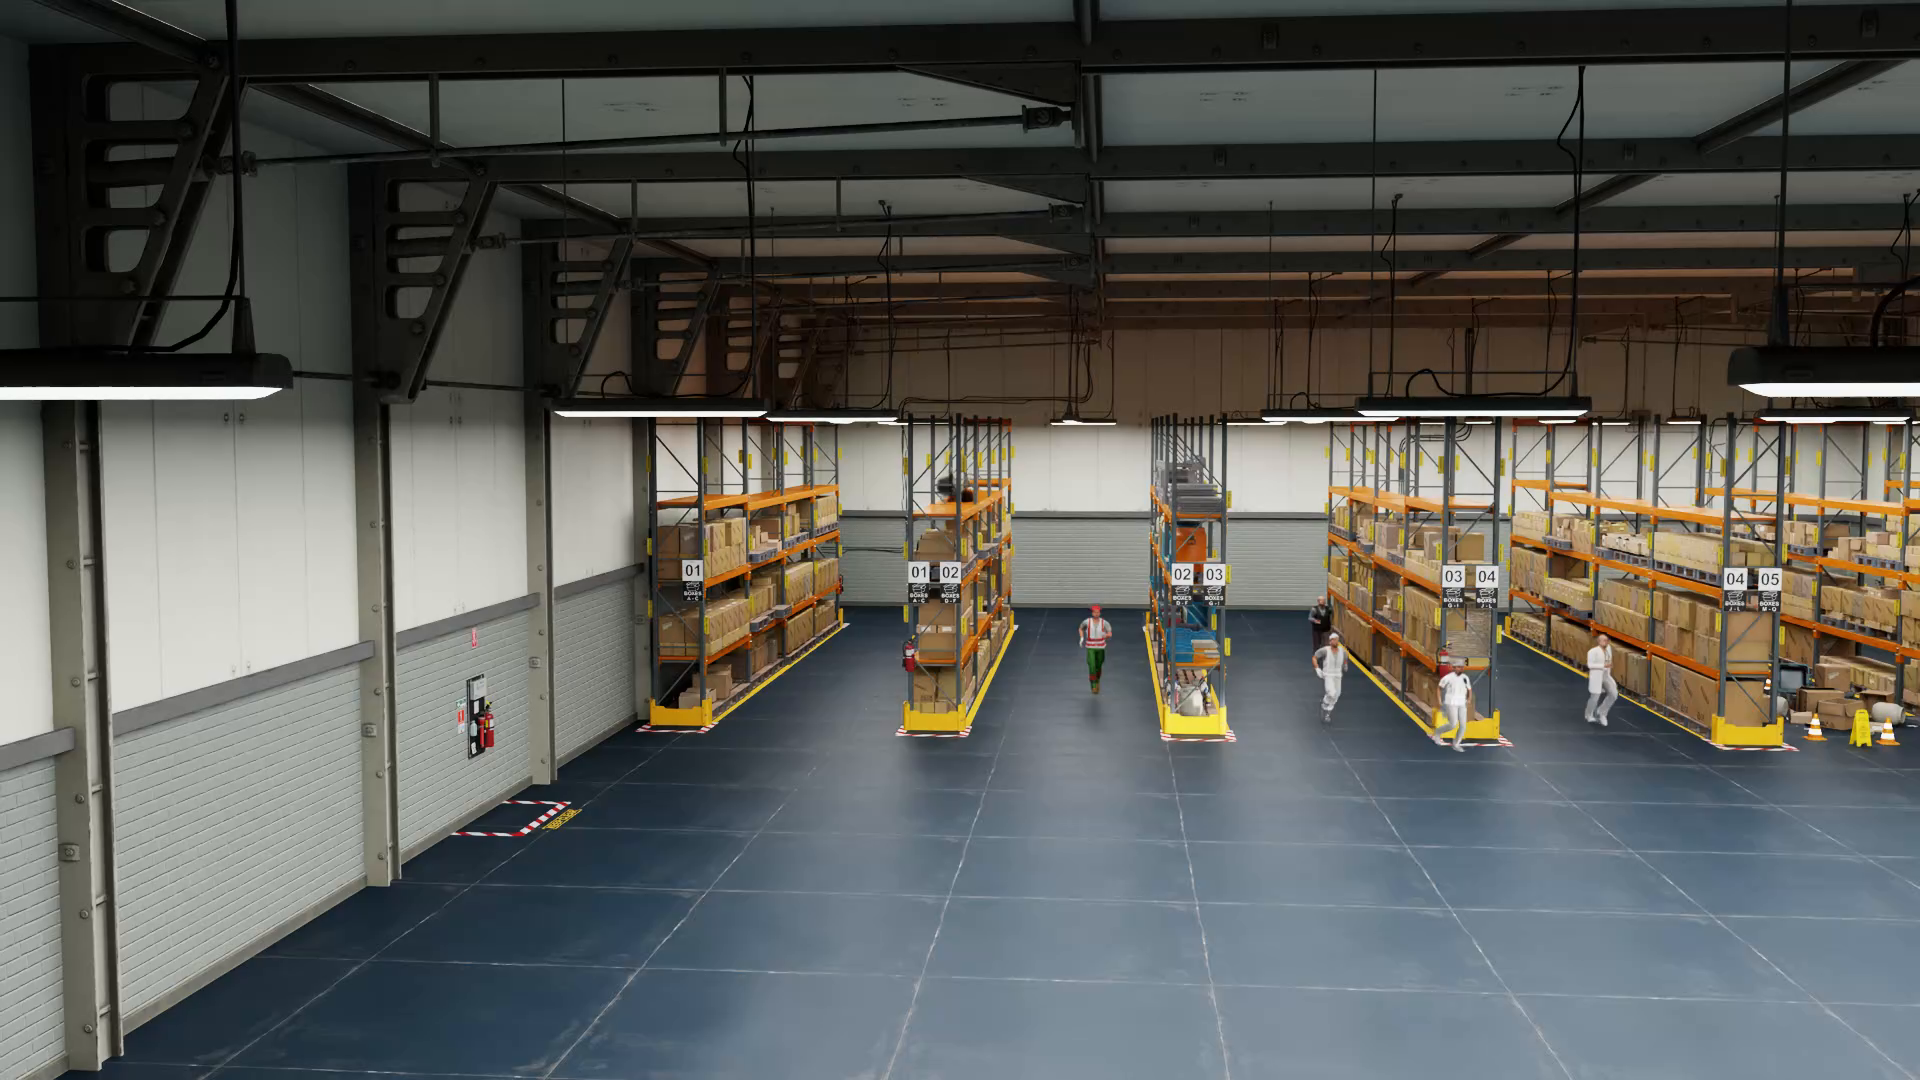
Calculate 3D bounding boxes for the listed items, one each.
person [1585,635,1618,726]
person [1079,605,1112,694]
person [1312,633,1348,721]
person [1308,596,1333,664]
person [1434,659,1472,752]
[{"bbox_3d":[12.321,2.686,31.961,0.753,1.766,0.882,-1,4,-18],"label":"person"},{"bbox_3d":[2.795,2.252,34.169,0.659,1.826,0.950,0,4,-2],"label":"person"},{"bbox_3d":[7.242,2.670,32.277,0.657,1.736,0.623,-1,4,-14],"label":"person"},{"bbox_3d":[8.577,2.194,39.561,0.610,1.754,0.889,0,4,6],"label":"person"},{"bbox_3d":[8.814,2.926,29.595,0.657,1.648,0.519,-1,4,-17],"label":"person"}]
